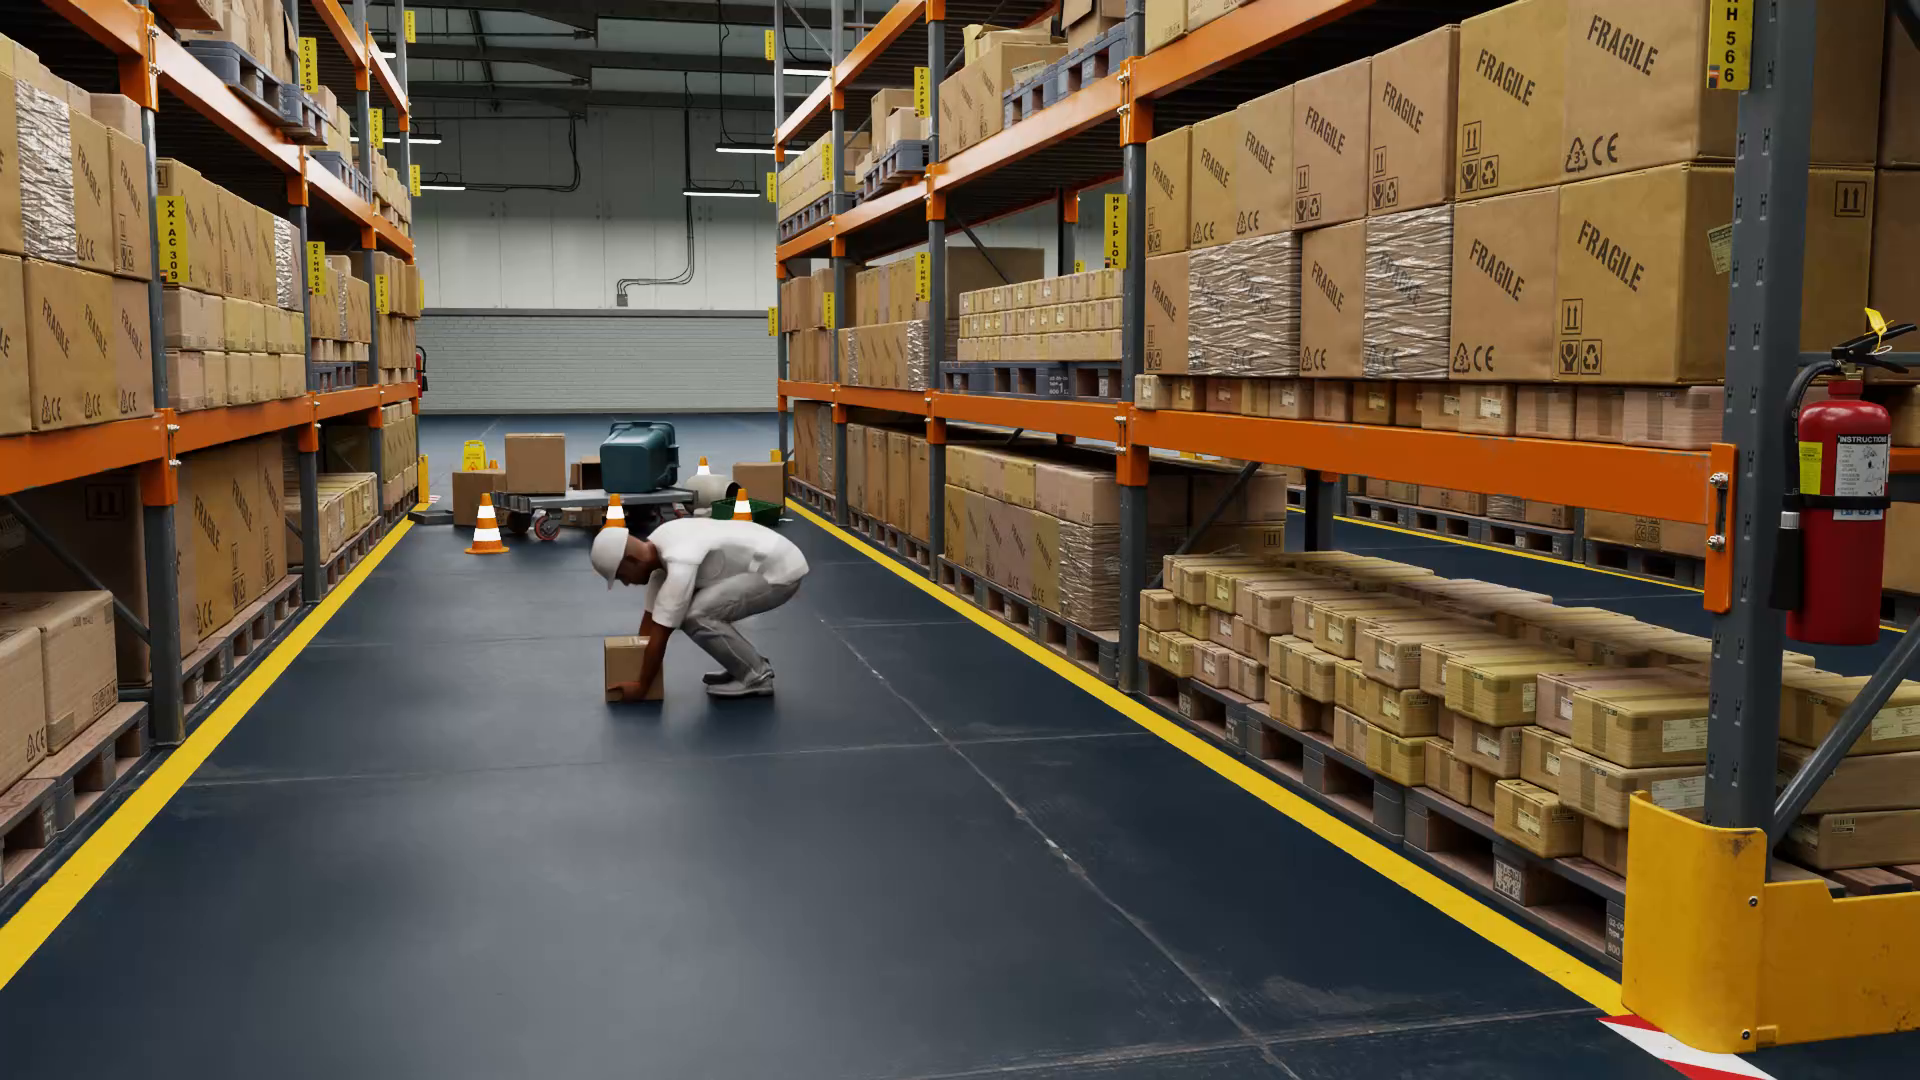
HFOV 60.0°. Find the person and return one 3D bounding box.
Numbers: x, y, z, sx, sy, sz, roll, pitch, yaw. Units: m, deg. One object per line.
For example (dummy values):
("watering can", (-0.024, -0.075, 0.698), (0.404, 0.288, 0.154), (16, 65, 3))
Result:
("person", (-1.177, 0.312, 7.561), (0.974, 0.822, 0.519), (-2, 6, -15))
